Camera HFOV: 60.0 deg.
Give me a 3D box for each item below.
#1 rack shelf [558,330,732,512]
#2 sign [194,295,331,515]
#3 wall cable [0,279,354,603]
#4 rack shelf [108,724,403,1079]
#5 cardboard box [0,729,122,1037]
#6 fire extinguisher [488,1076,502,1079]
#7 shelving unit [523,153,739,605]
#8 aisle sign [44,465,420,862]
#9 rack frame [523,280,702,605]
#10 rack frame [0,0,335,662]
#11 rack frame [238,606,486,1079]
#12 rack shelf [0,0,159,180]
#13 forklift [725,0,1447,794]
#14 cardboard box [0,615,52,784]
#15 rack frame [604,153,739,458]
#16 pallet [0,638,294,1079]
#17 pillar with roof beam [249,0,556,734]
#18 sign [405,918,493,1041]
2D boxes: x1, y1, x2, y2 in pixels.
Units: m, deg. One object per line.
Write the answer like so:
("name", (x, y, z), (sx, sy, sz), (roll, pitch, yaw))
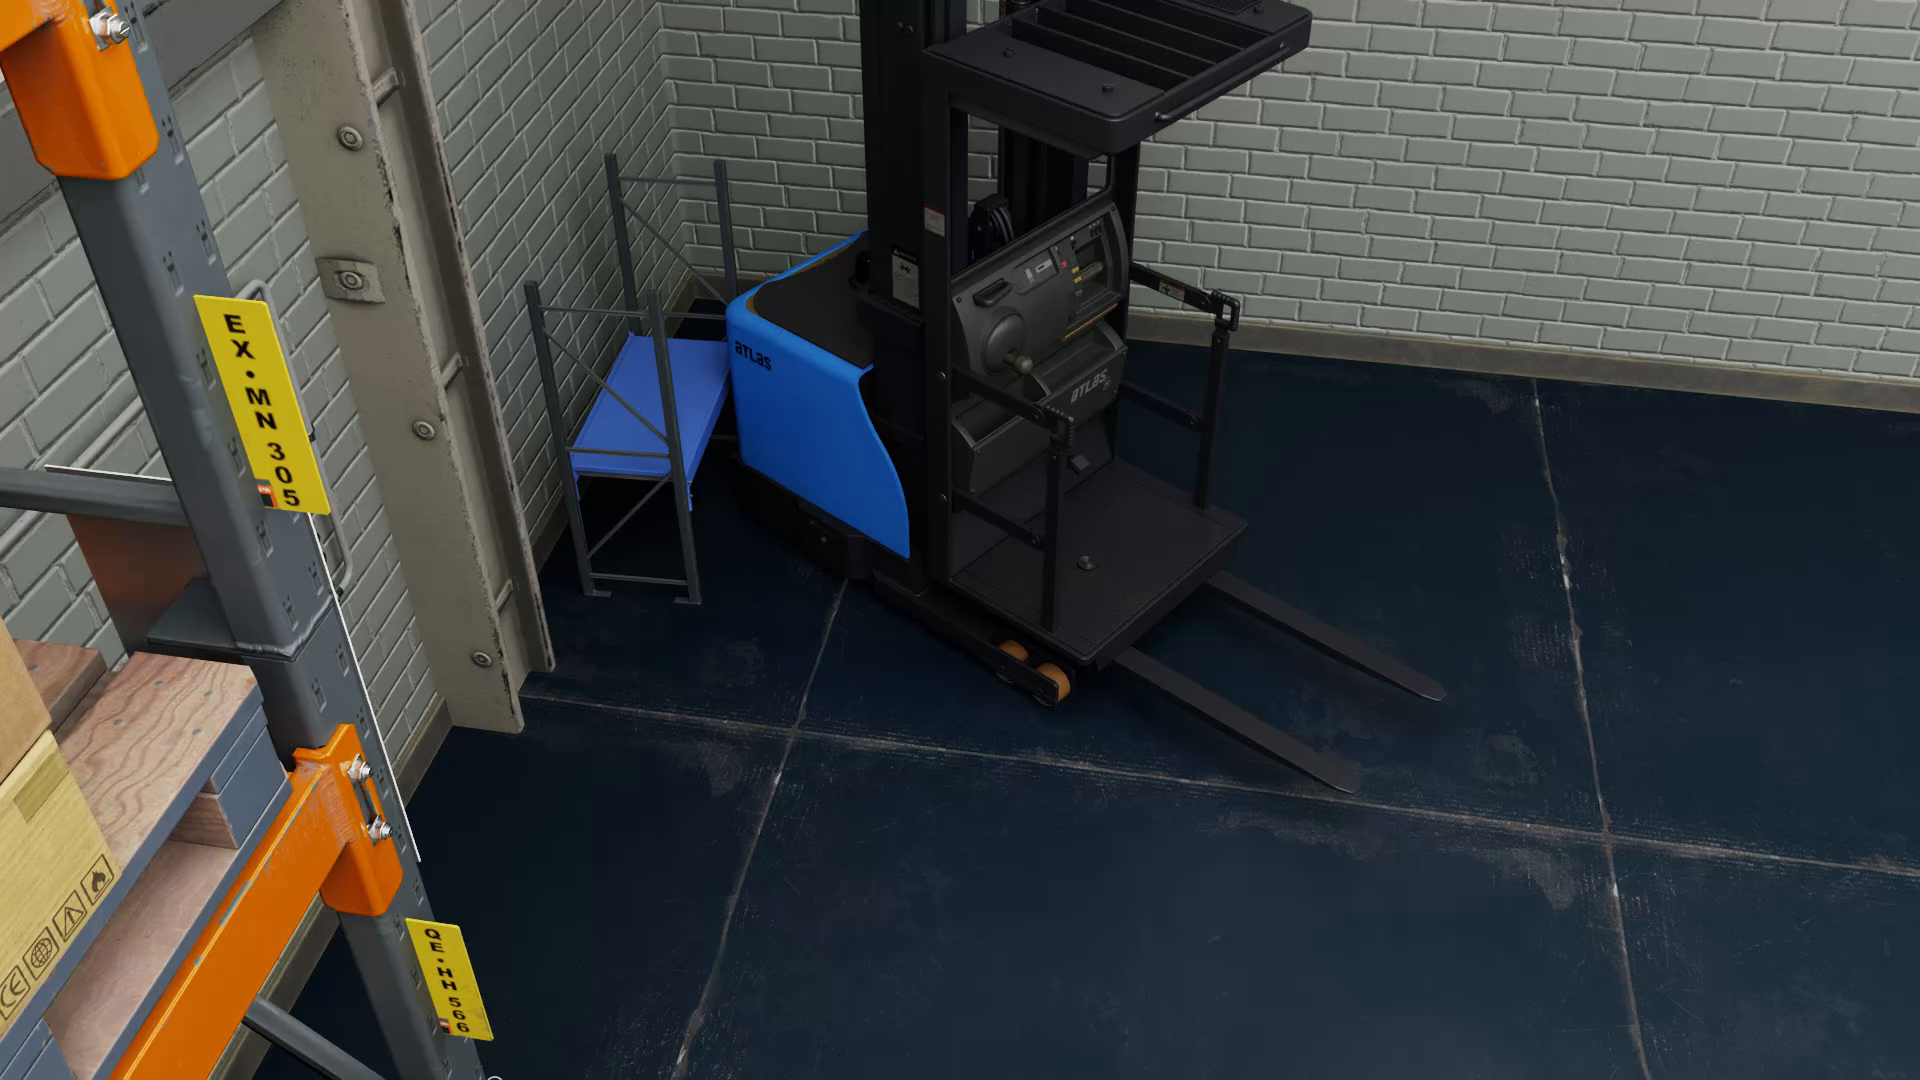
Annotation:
("rack shelf", (-1.266, -0.519, 6.982), (0.538, 0.185, 1.000), (4, 40, 5))
("sign", (-0.884, -0.165, 2.109), (0.100, 0.325, 0.005), (6, 40, 8))
("wall cable", (-2.126, -0.067, 4.179), (0.084, 1.984, 1.851), (6, 40, 8))
("rack shelf", (-1.762, 1.609, 1.160), (1.077, 0.370, 4.000), (6, 40, 8))
("cardboard box", (-1.281, 0.423, 1.740), (0.500, 0.250, 0.500), (8, 40, 9))
("fire extinguisher", (-0.936, 1.363, 3.601), (0.296, 0.674, 0.183), (6, 40, 8))
("shelving unit", (-1.266, -0.657, 6.867), (0.538, 1.500, 1.048), (4, 40, 5))
("aisle sign", (-1.108, 0.219, 2.591), (0.394, 0.787, 0.004), (6, 40, 8))
("rack frame", (-1.328, -0.336, 6.479), (0.500, 1.500, 0.032), (4, 40, 5))
("rack frame", (-1.416, -1.079, 1.493), (1.000, 3.000, 0.127), (6, 40, 8))
("rack frame", (-1.416, 1.233, 3.405), (1.000, 3.000, 0.127), (6, 40, 8))
("rack shelf", (-1.762, 0.607, 0.332), (1.077, 0.370, 4.000), (6, 40, 8))
("forklift", (0.466, -0.867, 5.998), (3.031, 2.935, 1.130), (29, 48, 31))
("cardboard box", (-1.274, 0.135, 1.500), (0.500, 0.500, 0.500), (6, 40, 8))
("rack frame", (-1.204, -0.979, 7.256), (0.500, 1.500, 0.032), (4, 40, 5))
("pallet", (-1.534, 0.578, 1.913), (1.003, 0.211, 1.213), (6, 40, 8))
("pillar with roof beam", (2.439, -2.394, 3.084), (9.100, 9.000, 0.400), (6, 40, 8))
("sign", (-0.884, 0.764, 2.877), (0.100, 0.325, 0.005), (6, 40, 8))
